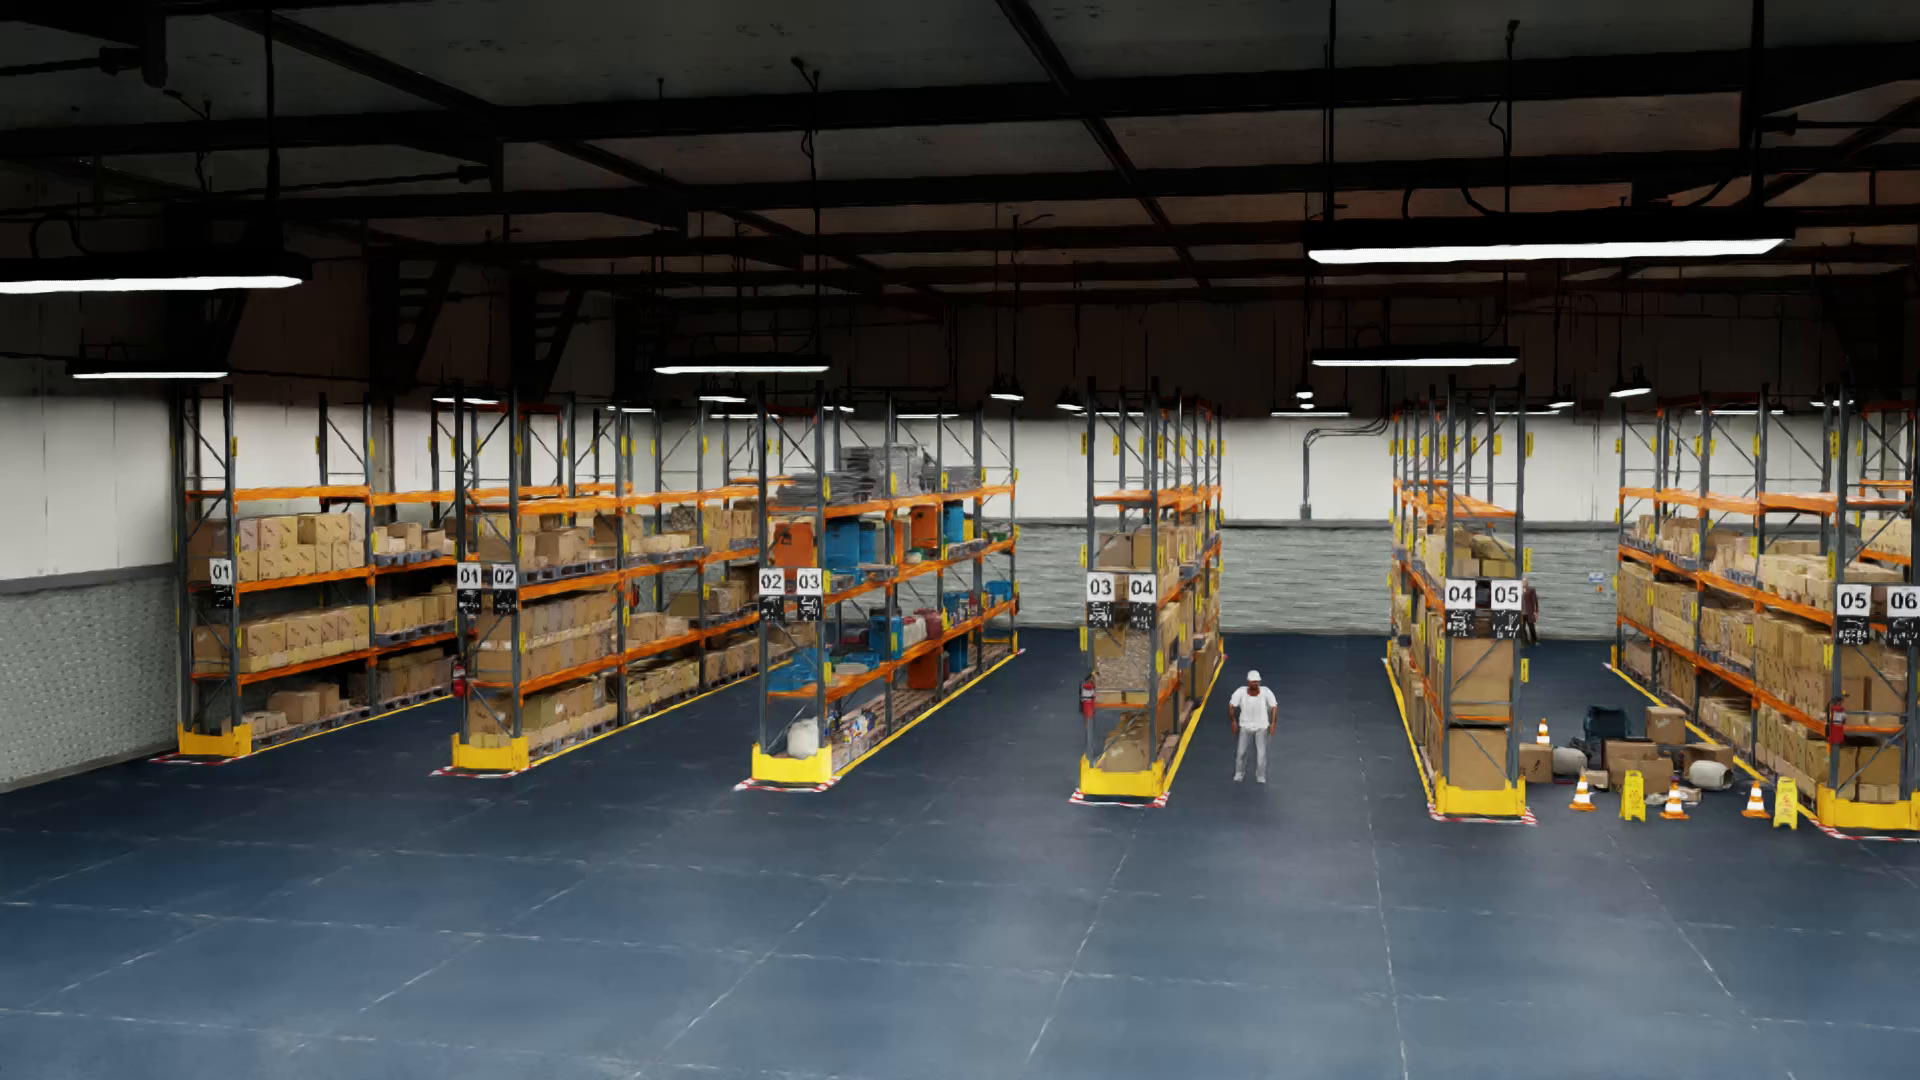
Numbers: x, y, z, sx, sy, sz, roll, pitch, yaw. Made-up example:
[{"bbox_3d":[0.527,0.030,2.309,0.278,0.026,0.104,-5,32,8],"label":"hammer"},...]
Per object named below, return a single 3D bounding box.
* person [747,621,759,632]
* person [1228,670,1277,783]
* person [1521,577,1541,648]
[{"bbox_3d":[-5.452,1.768,44.173,0.566,1.541,0.519,1,3,9],"label":"person"},{"bbox_3d":[4.342,2.772,24.677,0.719,1.714,0.578,1,3,11],"label":"person"},{"bbox_3d":[14.155,1.805,41.434,0.619,1.766,0.620,-3,4,-43],"label":"person"}]
